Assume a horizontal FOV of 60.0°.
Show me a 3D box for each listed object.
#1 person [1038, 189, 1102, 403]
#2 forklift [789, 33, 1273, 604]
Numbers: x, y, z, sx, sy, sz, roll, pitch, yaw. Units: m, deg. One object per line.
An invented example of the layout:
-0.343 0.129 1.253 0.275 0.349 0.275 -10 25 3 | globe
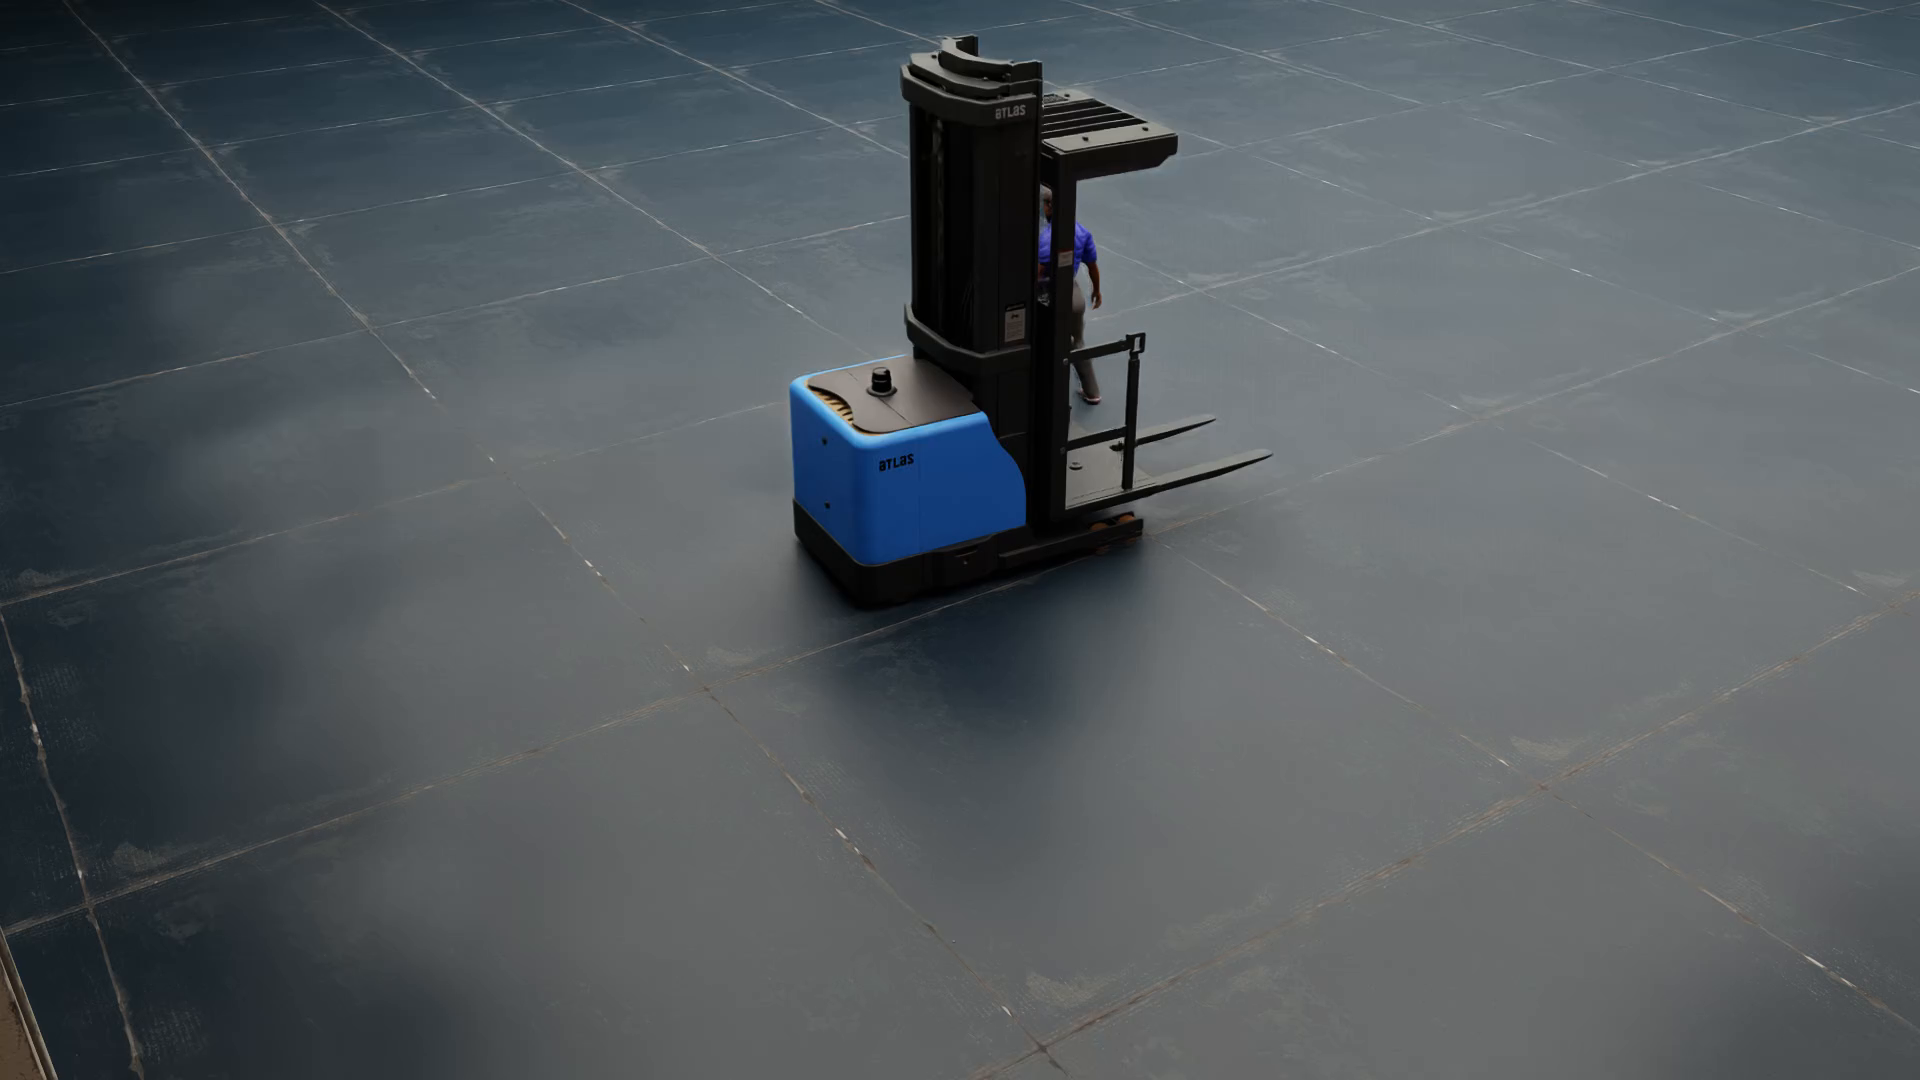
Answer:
0.676 -1.615 11.436 0.374 1.611 0.849 26 39 38 | person
0.532 -1.424 9.708 3.031 2.935 1.130 -15 33 -25 | forklift
